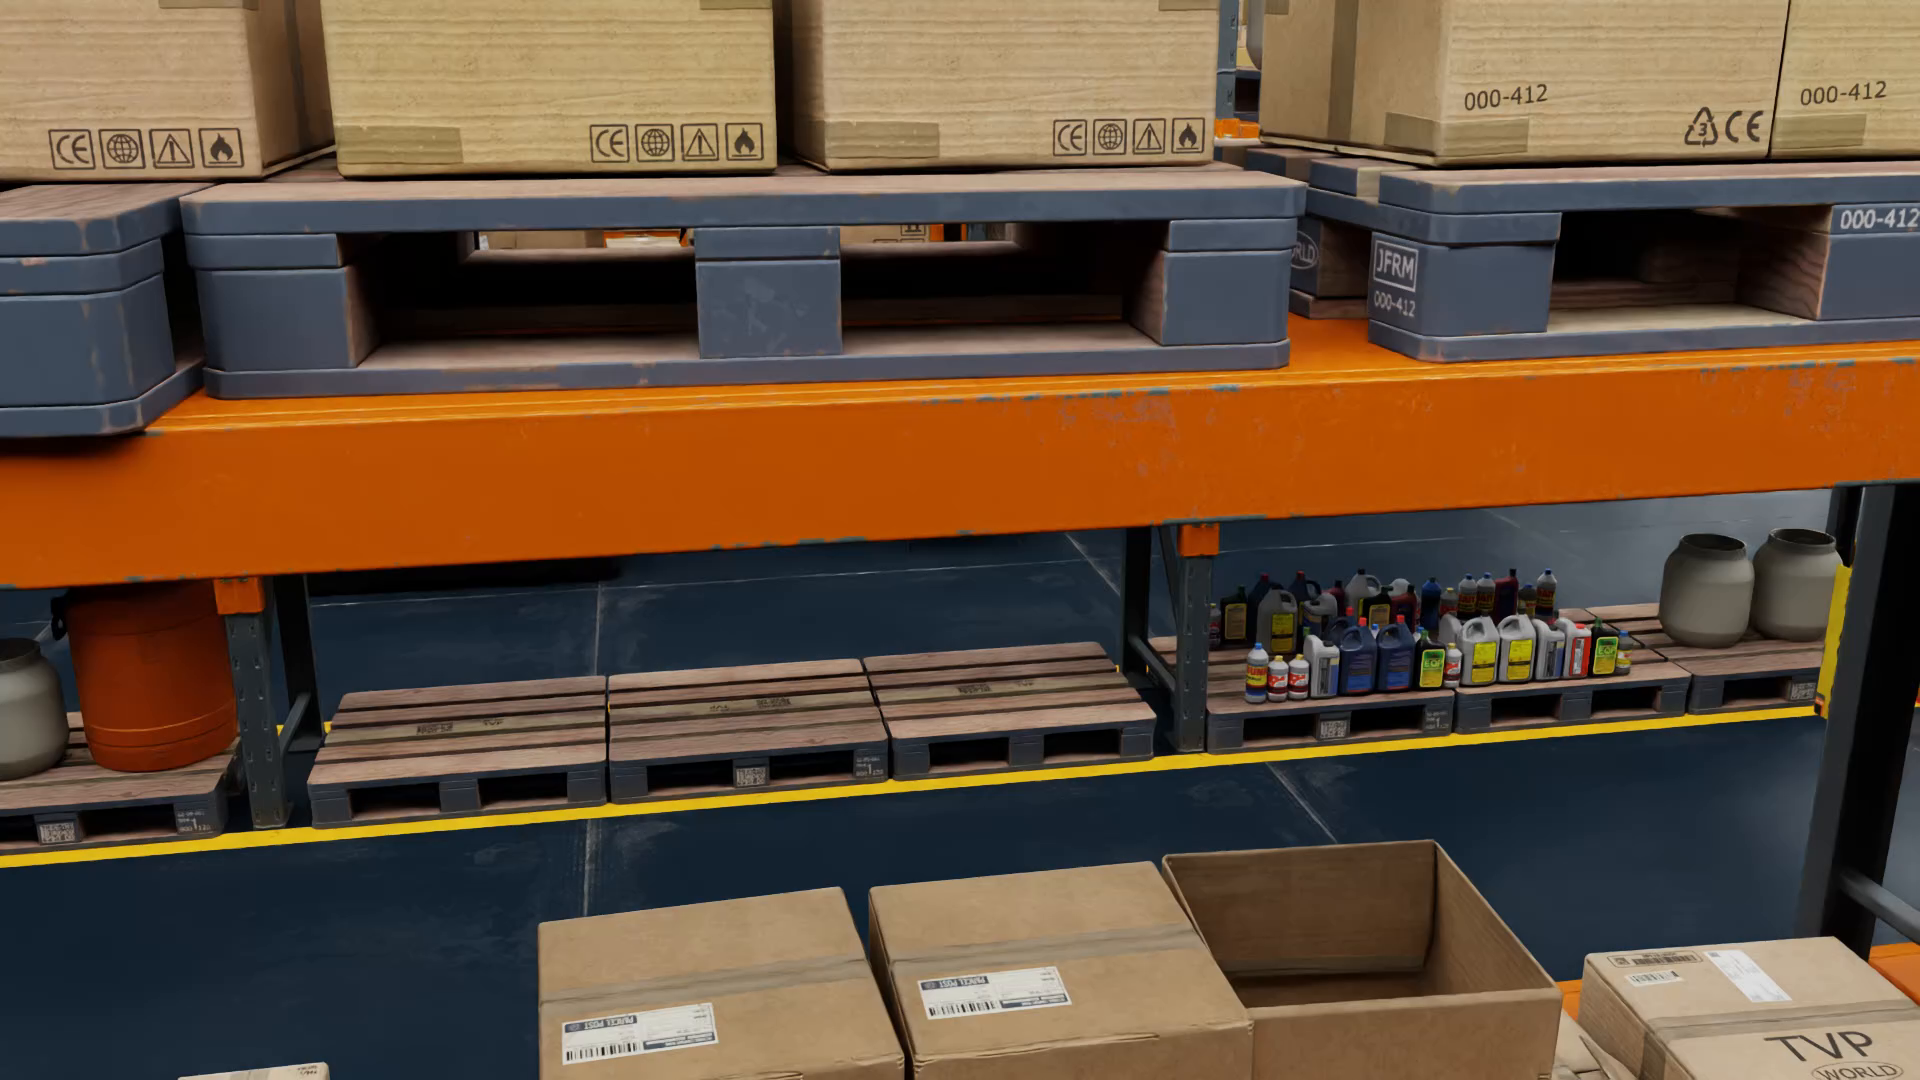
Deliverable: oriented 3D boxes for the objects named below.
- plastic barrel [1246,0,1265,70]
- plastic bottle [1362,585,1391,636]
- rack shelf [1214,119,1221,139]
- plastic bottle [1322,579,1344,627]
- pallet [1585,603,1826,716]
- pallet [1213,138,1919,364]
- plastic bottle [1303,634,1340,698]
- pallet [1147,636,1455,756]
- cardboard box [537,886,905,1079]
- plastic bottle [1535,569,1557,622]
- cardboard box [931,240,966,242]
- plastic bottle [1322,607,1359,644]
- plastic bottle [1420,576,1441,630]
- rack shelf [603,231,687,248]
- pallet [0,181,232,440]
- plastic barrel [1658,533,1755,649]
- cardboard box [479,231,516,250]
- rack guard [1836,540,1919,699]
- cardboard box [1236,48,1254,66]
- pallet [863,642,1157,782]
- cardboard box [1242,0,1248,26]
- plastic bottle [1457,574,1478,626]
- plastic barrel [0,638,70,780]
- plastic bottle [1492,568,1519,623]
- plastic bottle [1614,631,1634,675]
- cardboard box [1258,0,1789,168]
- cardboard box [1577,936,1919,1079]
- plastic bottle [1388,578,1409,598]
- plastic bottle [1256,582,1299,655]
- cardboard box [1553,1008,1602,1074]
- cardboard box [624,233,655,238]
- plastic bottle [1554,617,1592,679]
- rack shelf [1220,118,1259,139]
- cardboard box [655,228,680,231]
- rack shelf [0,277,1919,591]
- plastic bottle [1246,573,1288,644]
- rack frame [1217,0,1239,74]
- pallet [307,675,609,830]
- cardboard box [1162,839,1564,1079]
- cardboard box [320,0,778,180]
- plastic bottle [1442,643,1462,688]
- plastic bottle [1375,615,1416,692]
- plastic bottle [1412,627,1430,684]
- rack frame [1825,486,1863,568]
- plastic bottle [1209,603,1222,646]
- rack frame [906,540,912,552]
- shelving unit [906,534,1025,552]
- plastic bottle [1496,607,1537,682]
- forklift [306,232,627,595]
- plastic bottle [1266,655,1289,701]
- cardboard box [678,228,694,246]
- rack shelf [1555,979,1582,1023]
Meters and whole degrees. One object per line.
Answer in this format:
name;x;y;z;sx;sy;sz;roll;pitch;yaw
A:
plastic barrel;1.427;-2.254;7.026;0.421;0.512;0.421;0;17;0
plastic bottle;2.095;0.370;8.375;0.133;0.283;0.061;-3;17;-10
rack shelf;-0.996;-1.577;6.954;4.000;0.370;1.077;-3;17;-10
plastic bottle;1.886;0.339;8.476;0.133;0.283;0.061;-2;17;-7
pallet;4.030;0.573;8.586;1.213;0.211;1.003;-3;17;-10
pallet;1.040;-0.460;2.417;1.217;0.209;0.805;-4;18;-13
plastic bottle;1.676;0.576;7.717;0.135;0.276;0.152;-3;17;-8
pallet;1.635;0.709;8.143;1.213;0.211;1.003;-3;17;-10
cardboard box;-0.380;0.907;2.581;0.500;0.500;0.500;-4;18;-13
plastic bottle;3.055;0.284;8.676;0.097;0.271;0.097;0;17;0
cardboard box;-0.183;-2.662;17.272;0.875;0.875;0.875;-3;17;-10
plastic bottle;1.811;0.491;7.868;0.185;0.351;0.144;-3;17;-10
plastic bottle;2.422;0.320;8.559;0.097;0.271;0.097;0;17;0
rack shelf;-2.778;-3.006;16.716;4.000;0.370;1.077;-3;17;-10
pallet;-1.375;-0.355;2.070;1.003;0.211;1.213;-2;17;-8
plastic barrel;3.771;0.254;8.398;0.421;0.512;0.421;0;17;0
cardboard box;-3.377;-2.094;11.634;0.500;0.500;0.500;-5;18;-17
rack guard;4.829;0.392;8.686;0.348;0.500;1.175;-3;17;-10
cardboard box;2.043;-3.427;12.007;0.500;0.250;0.500;-4;17;-11
pallet;0.204;0.790;7.882;1.213;0.211;1.003;-3;17;-10
cardboard box;2.446;-4.107;12.437;0.500;0.500;0.500;-3;17;-11
plastic bottle;2.621;0.309;8.596;0.097;0.271;0.097;0;17;0
plastic barrel;-3.975;0.702;6.938;0.421;0.512;0.421;0;17;0
plastic bottle;2.830;0.285;8.651;0.133;0.283;0.061;-3;17;-10
plastic bottle;3.175;0.535;7.978;0.097;0.201;0.097;0;17;0
cardboard box;0.758;-0.670;2.316;0.500;0.250;0.500;-5;18;-16
cardboard box;1.428;0.941;2.893;0.500;0.250;0.500;-2;17;-7
plastic bottle;2.211;0.338;8.493;0.135;0.276;0.152;-3;17;-9
plastic bottle;1.572;0.380;8.227;0.185;0.351;0.144;-3;17;-10
cardboard box;0.995;0.940;3.069;0.250;0.149;0.380;-3;17;-10
cardboard box;-2.314;-2.111;12.088;0.258;0.266;0.396;-4;17;-12
plastic bottle;2.922;0.505;7.947;0.135;0.276;0.152;-3;17;-10
rack shelf;2.931;-1.800;7.679;4.000;0.370;1.077;-3;17;-10
cardboard box;-2.766;-3.318;16.336;0.500;0.500;0.500;-3;17;-11
rack shelf;-0.060;-0.149;2.304;4.000;0.370;1.077;-3;17;-10
plastic bottle;1.545;0.339;8.363;0.185;0.351;0.144;-4;17;-12
rack frame;0.967;-3.466;6.770;0.127;3.000;1.000;-3;17;-10
pallet;-2.192;0.925;7.439;1.213;0.211;1.003;-3;17;-10
cardboard box;0.629;0.849;2.767;0.500;0.500;0.500;-2;17;-6
cardboard box;-0.514;-0.615;2.136;0.500;0.250;0.500;-4;17;-12
plastic bottle;2.306;0.584;7.818;0.097;0.201;0.097;0;17;0
plastic bottle;2.024;0.522;7.767;0.185;0.351;0.144;-4;18;-13
plastic bottle;2.161;0.541;7.840;0.097;0.271;0.097;0;17;0
rack frame;4.895;-0.821;8.377;0.127;3.000;1.000;-3;17;-10
plastic bottle;1.264;0.419;8.356;0.097;0.201;0.097;0;17;0
rack frame;-0.353;-0.697;10.526;0.023;1.500;0.400;-3;17;-10
shelving unit;0.007;-0.717;10.593;0.755;1.500;0.431;-3;17;-10
plastic bottle;2.624;0.488;7.877;0.185;0.351;0.144;-3;17;-8
forklift;-3.591;-1.245;9.873;3.031;2.935;1.130;-2;17;-8
plastic bottle;1.463;0.632;7.662;0.097;0.201;0.097;0;17;0
cardboard box;-1.657;-2.153;11.822;0.637;0.503;0.797;-1;17;-5
rack shelf;-0.060;1.285;2.744;4.000;0.370;1.077;-3;17;-10
